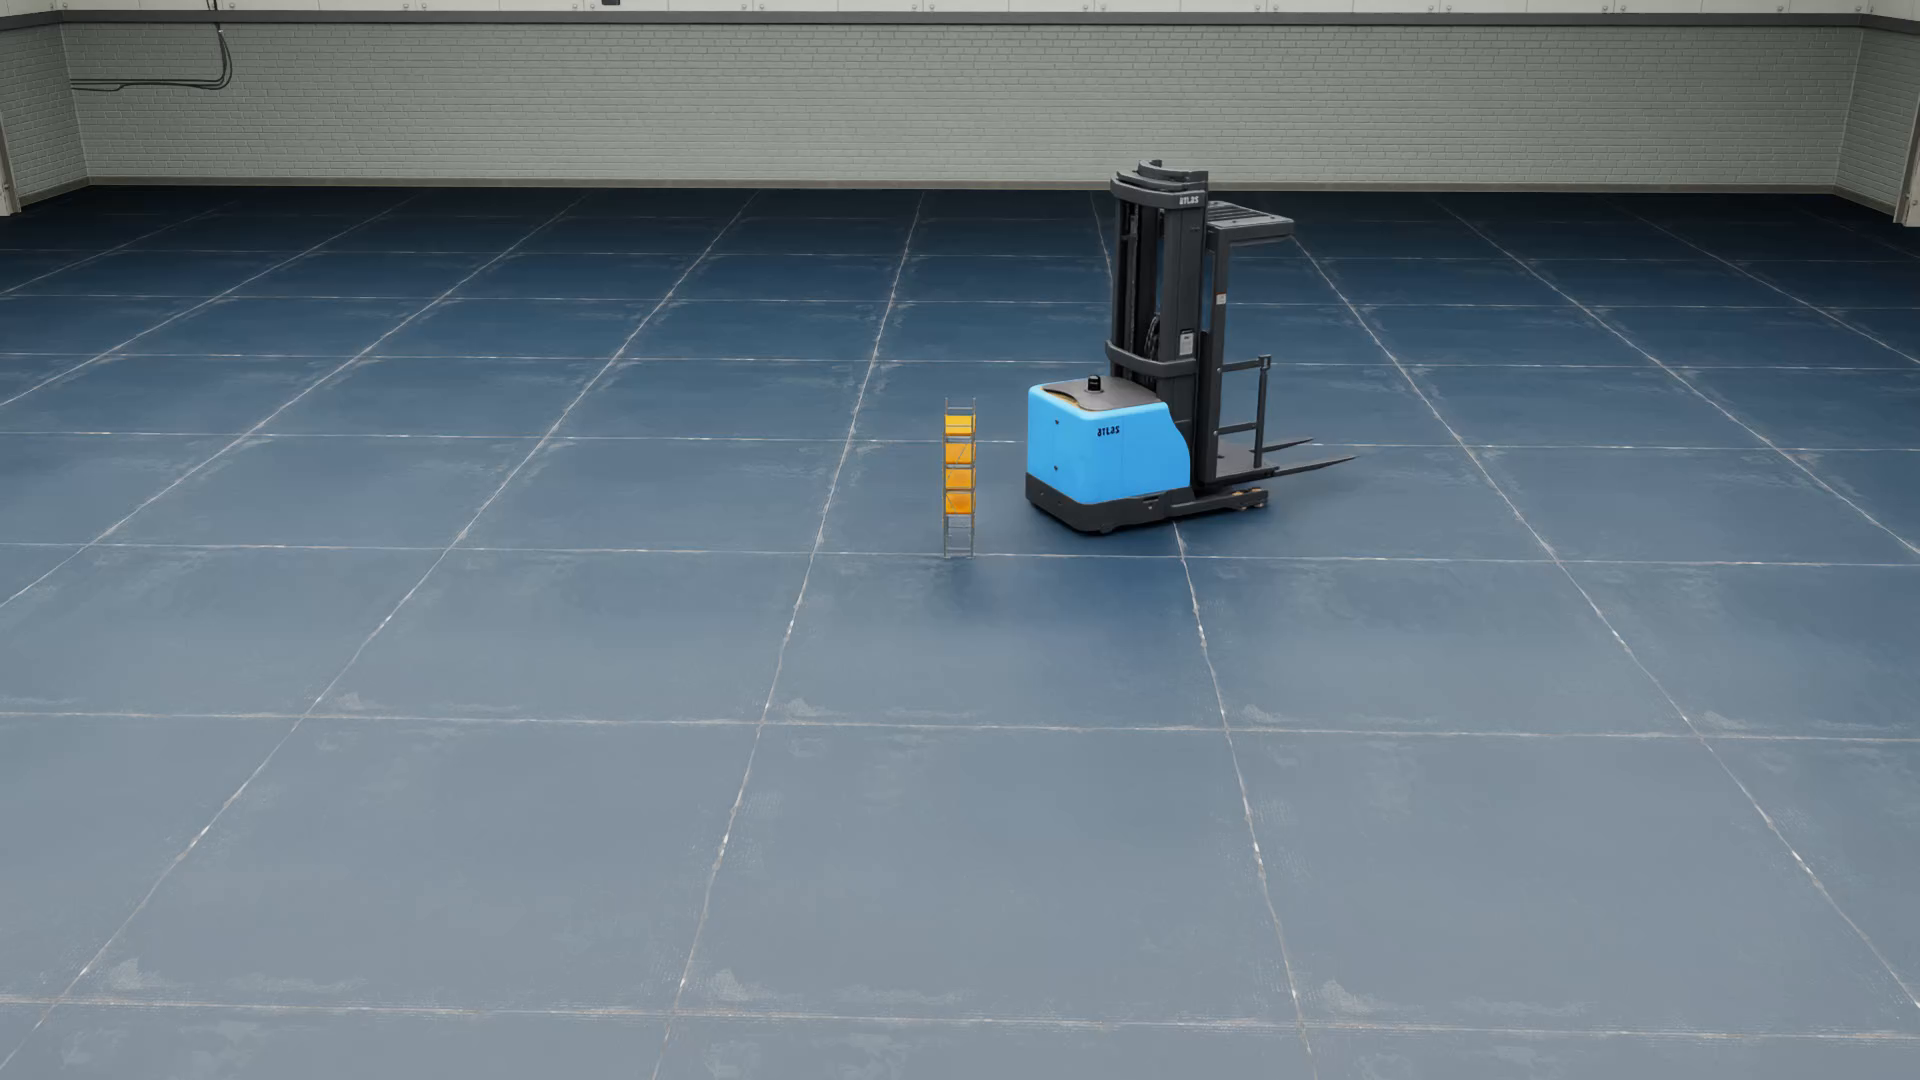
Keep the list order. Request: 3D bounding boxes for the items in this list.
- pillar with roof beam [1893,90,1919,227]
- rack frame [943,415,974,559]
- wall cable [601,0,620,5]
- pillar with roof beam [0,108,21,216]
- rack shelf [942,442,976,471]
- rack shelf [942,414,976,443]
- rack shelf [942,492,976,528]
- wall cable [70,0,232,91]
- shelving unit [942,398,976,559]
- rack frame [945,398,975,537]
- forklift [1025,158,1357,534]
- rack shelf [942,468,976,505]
[{"bbox_3d":[11.138,-9.385,25.570,9.100,9.000,0.400,1,21,2],"label":"pillar with roof beam"},{"bbox_3d":[-0.012,-0.411,13.224,0.240,1.200,0.015,1,21,2],"label":"rack frame"},{"bbox_3d":[-5.145,-12.210,28.150,2.305,6.003,0.169,1,21,2],"label":"wall cable"},{"bbox_3d":[-11.741,-9.637,26.219,9.100,9.000,0.400,1,21,2],"label":"pillar with roof beam"},{"bbox_3d":[-0.005,-0.645,13.394,0.258,0.148,0.480,1,21,2],"label":"rack shelf"},{"bbox_3d":[-0.005,-0.866,13.309,0.258,0.148,0.480,1,21,2],"label":"rack shelf"},{"bbox_3d":[-0.005,-0.252,13.547,0.258,0.148,0.480,1,21,2],"label":"rack shelf"},{"bbox_3d":[-14.633,-9.287,29.611,3.097,2.526,0.112,1,21,2],"label":"wall cable"},{"bbox_3d":[-0.005,-0.500,13.451,0.258,1.200,0.503,1,21,2],"label":"shelving unit"},{"bbox_3d":[0.002,-0.588,13.678,0.240,1.200,0.015,1,21,2],"label":"rack frame"},{"bbox_3d":[2.123,-1.776,14.347,3.031,2.935,1.130,-11,24,-25],"label":"forklift"},{"bbox_3d":[-0.005,-0.437,13.475,0.258,0.148,0.480,1,21,2],"label":"rack shelf"}]
